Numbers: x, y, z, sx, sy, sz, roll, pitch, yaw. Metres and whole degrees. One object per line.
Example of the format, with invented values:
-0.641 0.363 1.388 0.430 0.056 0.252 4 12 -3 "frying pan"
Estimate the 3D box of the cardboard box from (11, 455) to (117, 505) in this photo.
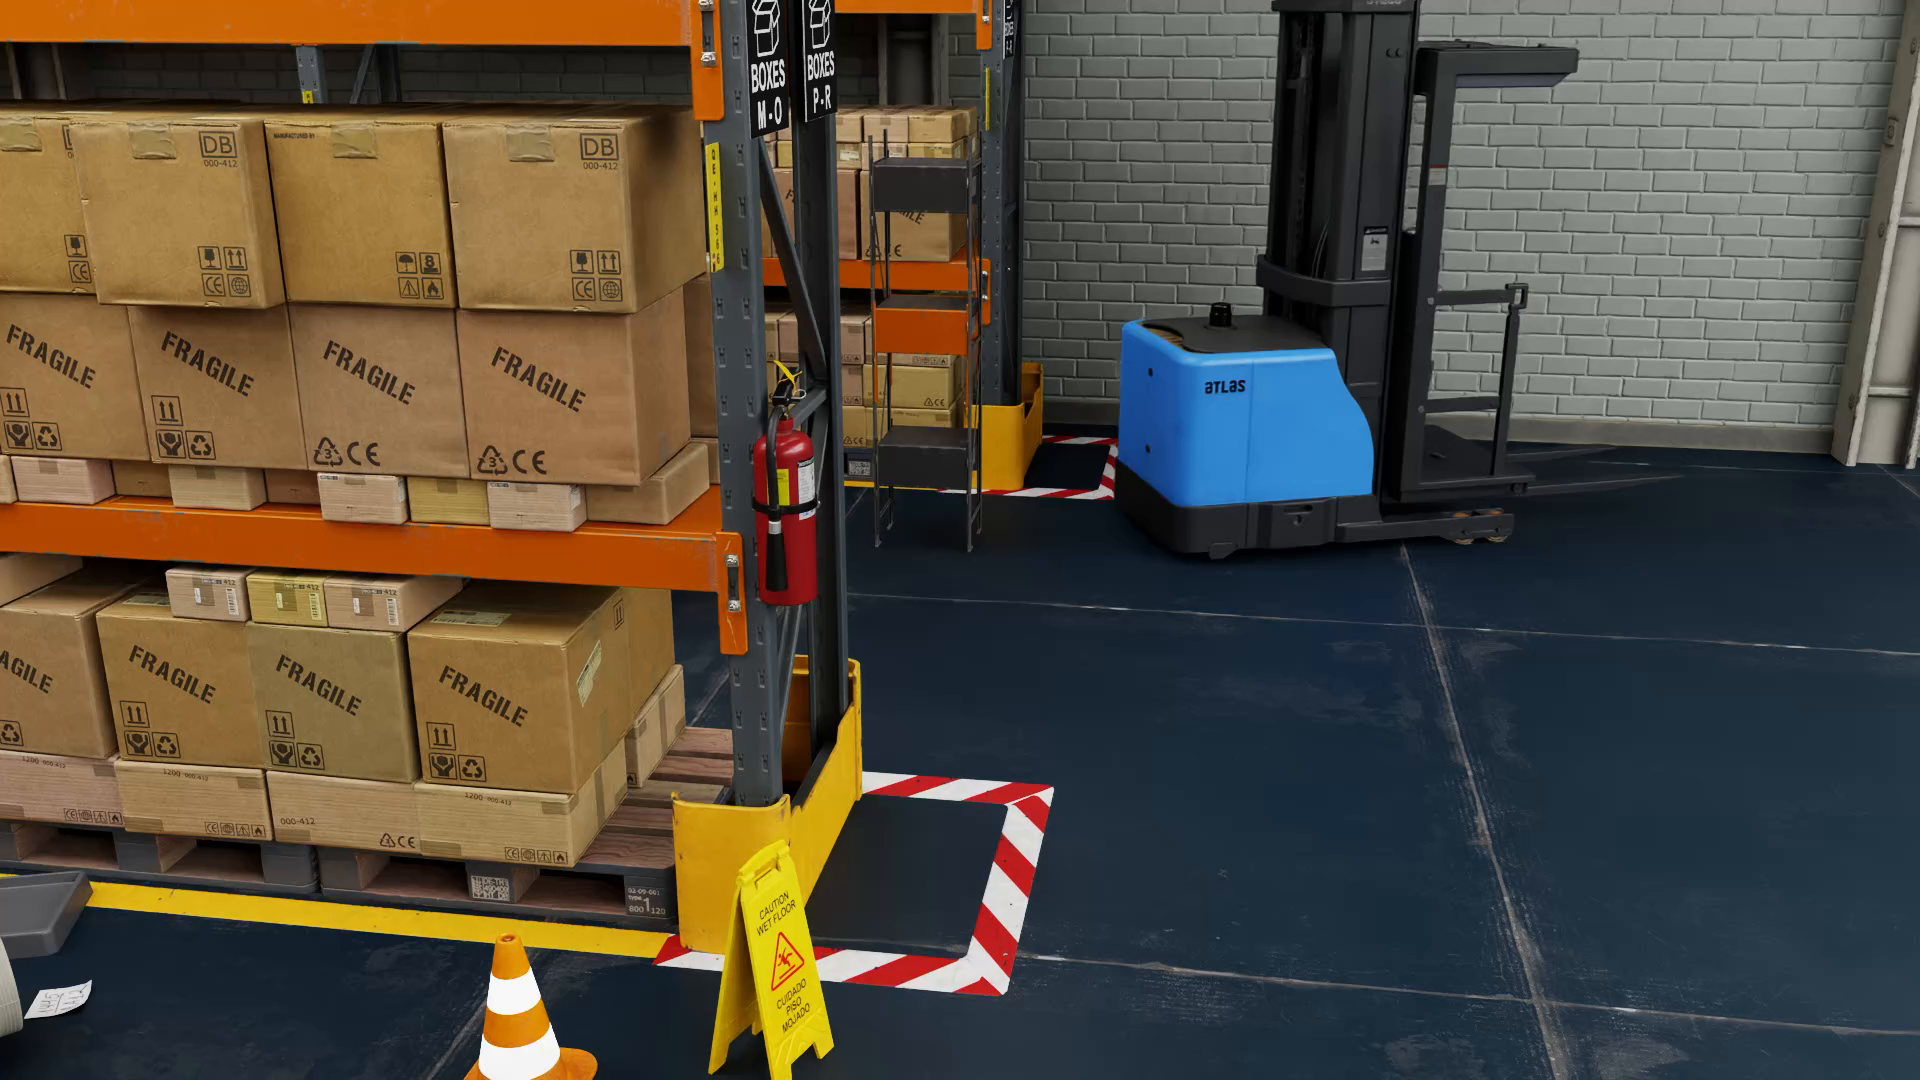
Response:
-2.708 -0.238 5.183 0.250 0.149 0.380 3 19 8 "cardboard box"

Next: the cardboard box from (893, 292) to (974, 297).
-0.194 -1.352 10.211 0.500 0.250 0.500 3 19 8 "cardboard box"

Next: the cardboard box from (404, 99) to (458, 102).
-3.336 -2.675 10.421 0.250 0.149 0.380 3 19 9 "cardboard box"

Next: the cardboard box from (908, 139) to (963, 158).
-0.136 -2.183 9.421 0.250 0.149 0.380 3 19 9 "cardboard box"

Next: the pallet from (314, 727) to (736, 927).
-1.405 0.923 5.711 1.213 0.211 1.003 3 19 9 "pallet"

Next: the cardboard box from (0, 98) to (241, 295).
-2.561 -1.053 5.021 0.500 0.500 0.700 3 19 8 "cardboard box"

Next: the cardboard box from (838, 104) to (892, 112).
-0.563 -2.511 9.932 0.250 0.149 0.380 3 19 10 "cardboard box"

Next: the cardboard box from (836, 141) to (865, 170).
-0.640 -2.219 9.528 0.250 0.149 0.380 3 19 10 "cardboard box"

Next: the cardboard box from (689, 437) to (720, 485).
-0.836 -0.306 5.387 0.250 0.149 0.380 3 19 9 "cardboard box"

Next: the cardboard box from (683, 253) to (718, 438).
-0.957 -0.643 5.370 0.500 0.500 0.500 3 19 8 "cardboard box"

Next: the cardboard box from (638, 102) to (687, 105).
-1.831 -2.578 10.131 0.250 0.149 0.380 3 19 10 "cardboard box"

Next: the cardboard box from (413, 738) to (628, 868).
-1.398 0.804 5.345 0.500 0.250 0.500 3 19 8 "cardboard box"

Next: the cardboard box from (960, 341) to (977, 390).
-0.181 -1.120 10.306 0.500 0.250 0.500 3 19 10 "cardboard box"

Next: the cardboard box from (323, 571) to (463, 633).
-1.739 0.142 5.119 0.250 0.149 0.380 3 19 10 "cardboard box"

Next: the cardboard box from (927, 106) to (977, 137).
-0.047 -2.479 9.835 0.250 0.149 0.380 3 19 8 "cardboard box"

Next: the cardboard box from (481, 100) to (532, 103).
-2.831 -2.640 10.317 0.250 0.149 0.380 3 19 8 "cardboard box"

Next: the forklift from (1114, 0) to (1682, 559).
2.430 -1.521 8.731 3.031 2.935 1.130 -4 19 -13 "forklift"

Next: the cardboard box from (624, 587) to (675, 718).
-1.309 0.277 5.736 0.500 0.500 0.500 2 19 7 "cardboard box"

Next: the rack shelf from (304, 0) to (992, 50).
-1.724 -3.081 9.689 4.000 0.370 1.077 3 19 9 "rack shelf"

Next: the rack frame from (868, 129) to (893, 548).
-0.404 -1.016 8.532 0.015 2.100 0.400 3 19 9 "rack frame"

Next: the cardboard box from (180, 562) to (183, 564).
-2.849 0.200 5.966 0.500 0.500 0.500 4 19 12 "cardboard box"

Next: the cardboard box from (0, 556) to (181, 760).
-2.901 0.369 5.464 0.500 0.500 0.500 4 19 12 "cardboard box"

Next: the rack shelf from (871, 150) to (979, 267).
-0.163 -1.655 8.277 0.480 0.518 0.431 3 19 9 "rack shelf"

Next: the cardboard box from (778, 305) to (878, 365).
-0.759 -1.217 9.810 0.500 0.250 0.500 3 19 10 "cardboard box"

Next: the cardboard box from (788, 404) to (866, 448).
-0.753 -0.747 9.979 0.500 0.250 0.500 3 19 9 "cardboard box"

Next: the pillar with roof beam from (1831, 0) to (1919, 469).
4.947 -3.410 4.814 0.400 9.000 9.100 3 19 9 "pillar with roof beam"

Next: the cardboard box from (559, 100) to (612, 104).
-2.321 -2.628 10.280 0.250 0.149 0.380 3 19 8 "cardboard box"

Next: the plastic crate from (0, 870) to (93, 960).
-3.062 1.176 5.163 0.583 0.080 0.402 -3 19 -10 "plastic crate"

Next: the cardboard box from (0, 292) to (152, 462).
-2.597 -0.557 5.115 0.500 0.500 0.500 3 19 9 "cardboard box"

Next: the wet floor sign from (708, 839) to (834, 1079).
-0.515 1.118 4.445 0.232 0.644 0.267 10 21 27 "wet floor sign"

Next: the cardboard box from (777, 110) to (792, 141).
-0.882 -2.390 9.570 0.250 0.149 0.380 3 19 9 "cardboard box"

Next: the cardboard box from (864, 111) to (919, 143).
-0.385 -2.349 9.449 0.250 0.149 0.380 3 19 9 "cardboard box"

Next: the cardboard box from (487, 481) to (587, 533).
-1.204 -0.154 4.932 0.250 0.149 0.380 3 19 8 "cardboard box"

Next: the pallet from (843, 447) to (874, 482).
-0.511 -0.602 10.269 1.213 0.211 1.003 3 19 9 "pallet"

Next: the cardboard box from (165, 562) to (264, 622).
-2.246 0.115 5.201 0.250 0.149 0.380 4 19 11 "cardboard box"

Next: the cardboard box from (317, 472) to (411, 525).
-1.713 -0.177 5.001 0.250 0.149 0.380 3 19 10 "cardboard box"

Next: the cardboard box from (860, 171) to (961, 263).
-0.277 -1.889 9.563 0.500 0.500 0.500 3 19 7 "cardboard box"

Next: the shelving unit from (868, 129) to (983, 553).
-0.163 -1.004 8.495 0.503 2.100 0.431 3 19 9 "shelving unit"

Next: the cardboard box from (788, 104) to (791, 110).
-1.069 -2.534 10.000 0.250 0.149 0.380 4 19 10 "cardboard box"

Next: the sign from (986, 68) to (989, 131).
0.151 -2.391 9.023 0.005 0.325 0.100 3 19 9 "sign"

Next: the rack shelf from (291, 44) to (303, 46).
-5.674 -3.282 10.291 4.000 0.370 1.077 3 19 9 "rack shelf"

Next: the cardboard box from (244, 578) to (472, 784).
-1.881 0.422 5.305 0.500 0.500 0.500 4 19 11 "cardboard box"

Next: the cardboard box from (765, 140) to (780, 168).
-1.154 -2.234 9.572 0.250 0.149 0.380 2 19 7 "cardboard box"

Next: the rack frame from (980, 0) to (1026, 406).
0.250 -1.899 9.750 0.127 3.000 1.000 3 19 9 "rack frame"

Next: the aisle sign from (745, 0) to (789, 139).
-0.518 -1.482 4.409 0.004 0.787 0.394 3 19 9 "aisle sign"

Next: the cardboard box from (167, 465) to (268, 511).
-2.210 -0.219 5.125 0.250 0.149 0.380 3 19 8 "cardboard box"

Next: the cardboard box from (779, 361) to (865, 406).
-0.773 -0.986 9.907 0.500 0.250 0.500 3 19 8 "cardboard box"

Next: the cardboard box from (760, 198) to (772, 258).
-1.294 -1.943 9.726 0.500 0.500 0.500 3 19 8 "cardboard box"

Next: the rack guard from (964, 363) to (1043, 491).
0.274 -0.712 10.143 0.348 0.500 1.175 3 19 9 "rack guard"

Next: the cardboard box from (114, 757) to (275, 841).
-2.402 0.752 5.500 0.500 0.250 0.500 2 19 7 "cardboard box"

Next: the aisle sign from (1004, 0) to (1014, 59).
0.269 -3.036 9.053 0.004 0.787 0.394 3 19 9 "aisle sign"

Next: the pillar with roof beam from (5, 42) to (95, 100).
-6.901 -4.014 6.619 0.400 9.000 9.100 3 19 9 "pillar with roof beam"

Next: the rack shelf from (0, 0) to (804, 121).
-2.508 -1.525 5.041 4.000 0.370 1.077 3 19 9 "rack shelf"

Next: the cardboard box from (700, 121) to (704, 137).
-1.413 -2.380 9.539 0.250 0.149 0.380 3 19 10 "cardboard box"

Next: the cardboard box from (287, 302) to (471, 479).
-1.606 -0.500 4.942 0.500 0.500 0.500 3 19 9 "cardboard box"

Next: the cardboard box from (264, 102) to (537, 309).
-1.571 -0.991 4.836 0.500 0.500 0.700 3 19 9 "cardboard box"

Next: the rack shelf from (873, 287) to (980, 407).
-0.163 -0.991 8.499 0.480 0.518 0.431 3 19 9 "rack shelf"

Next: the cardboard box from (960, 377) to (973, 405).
-0.203 -0.880 10.377 0.500 0.250 0.500 3 19 9 "cardboard box"

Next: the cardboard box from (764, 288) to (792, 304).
-1.180 -1.404 10.368 0.500 0.250 0.500 3 19 8 "cardboard box"
